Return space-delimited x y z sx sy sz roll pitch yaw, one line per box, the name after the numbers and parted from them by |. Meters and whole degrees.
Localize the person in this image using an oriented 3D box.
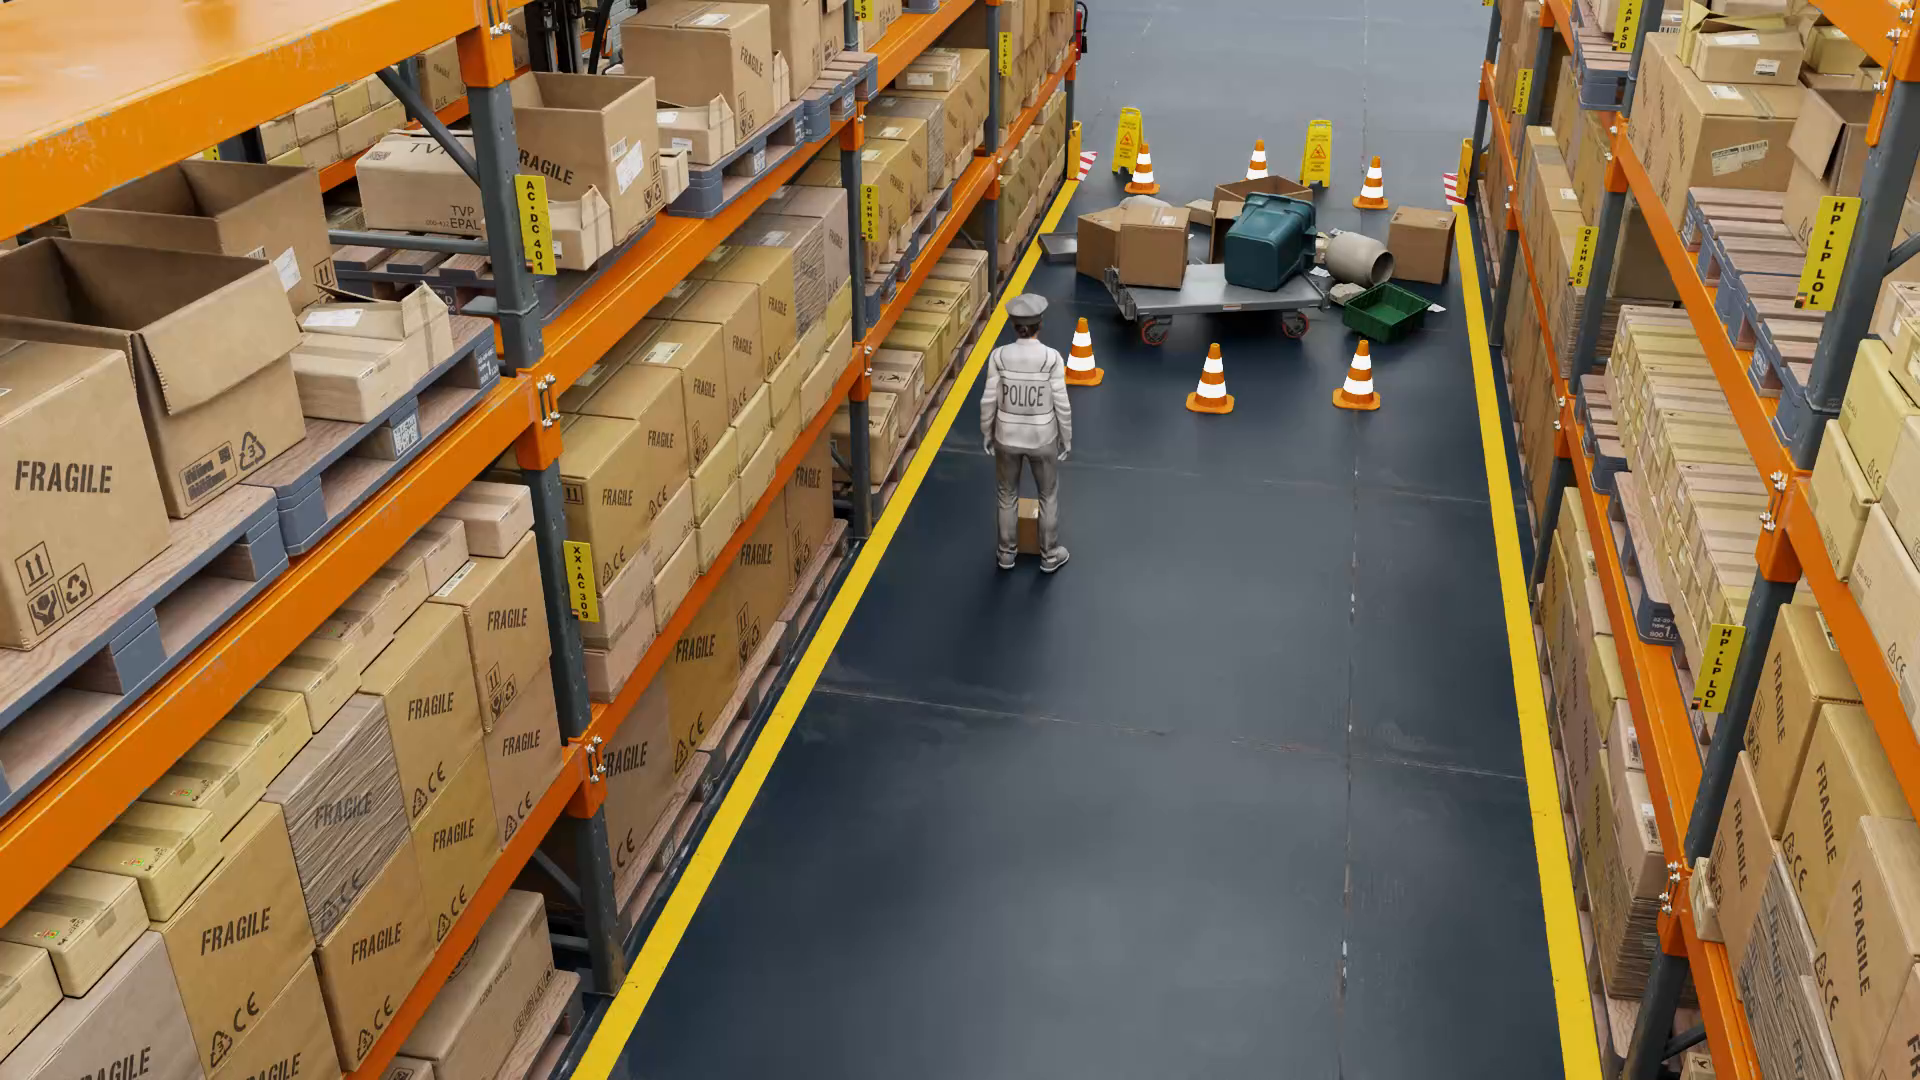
0.385 -0.590 9.674 0.536 1.663 0.379 5 29 10 | person
